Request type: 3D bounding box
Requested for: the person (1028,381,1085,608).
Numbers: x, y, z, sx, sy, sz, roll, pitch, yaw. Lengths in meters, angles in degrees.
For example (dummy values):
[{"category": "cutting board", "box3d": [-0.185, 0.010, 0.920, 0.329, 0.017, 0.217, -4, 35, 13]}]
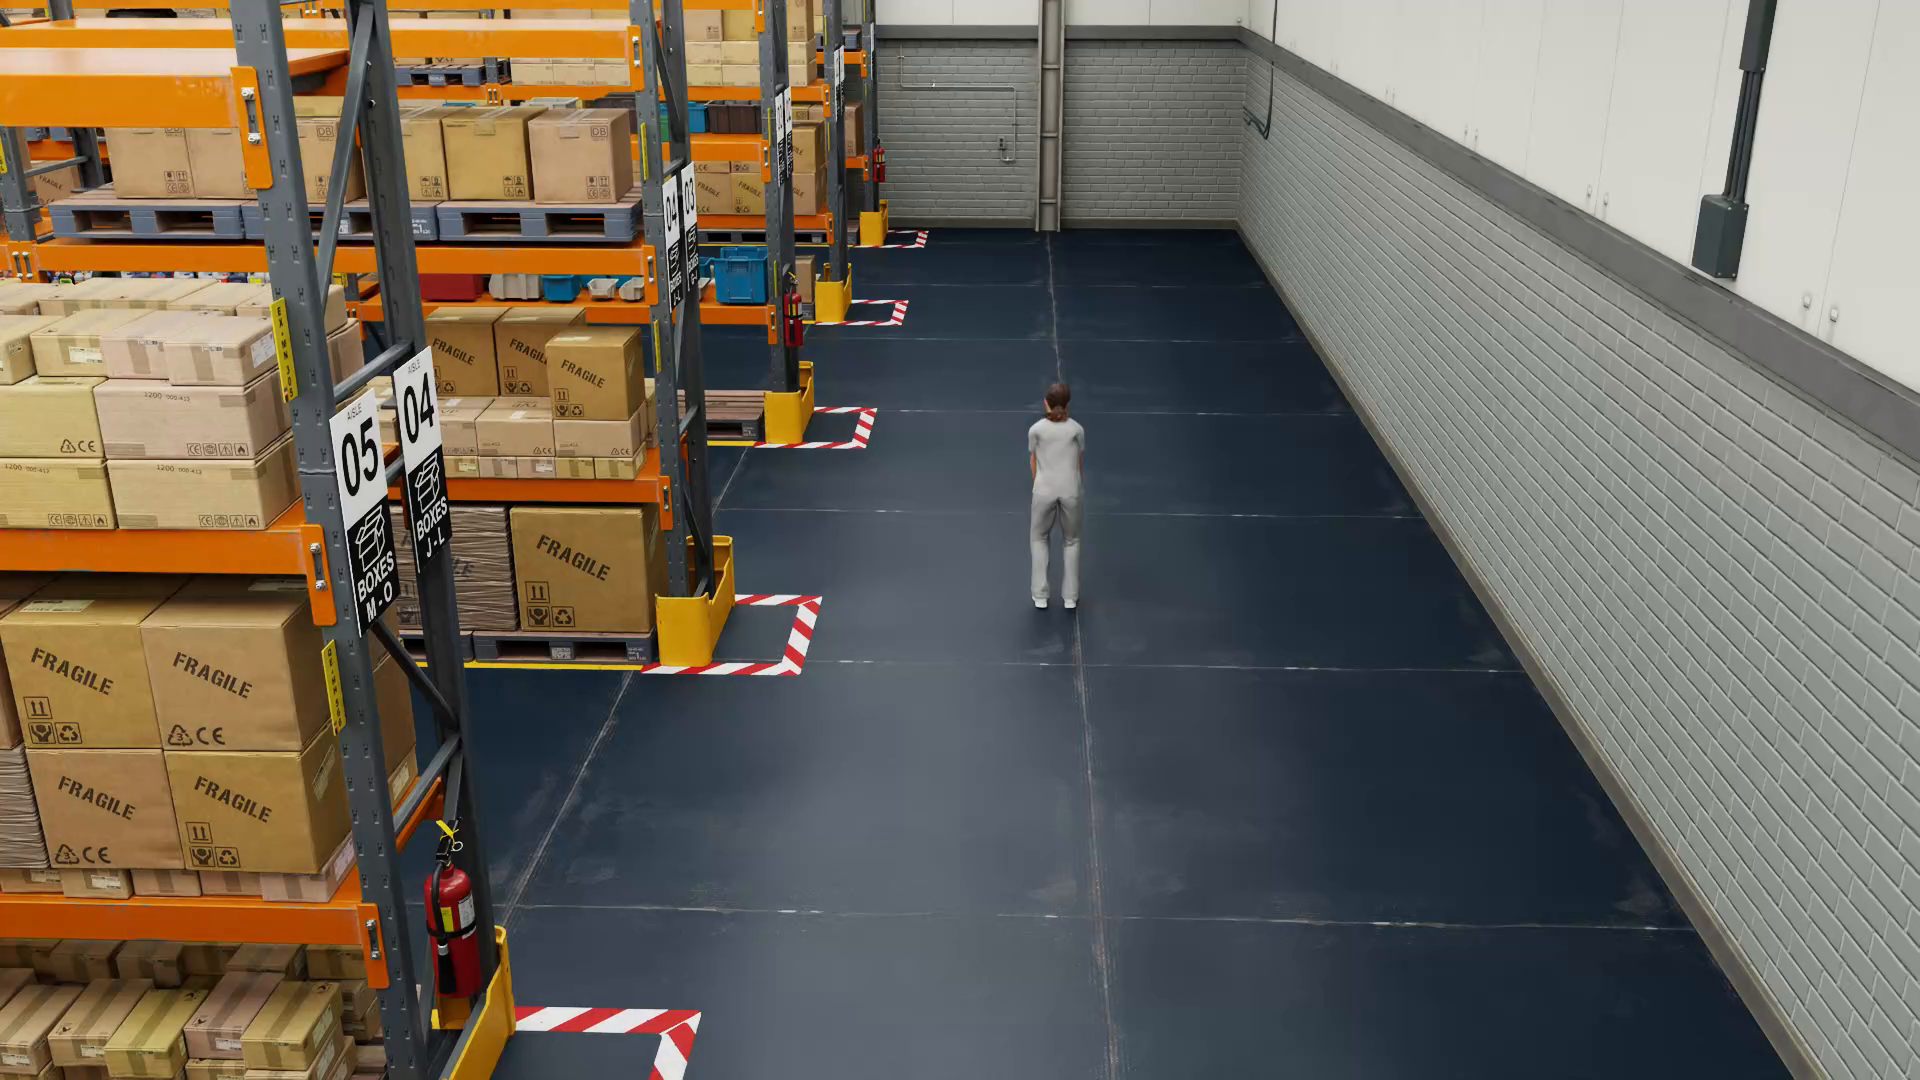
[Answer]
[{"category": "person", "box3d": [0.691, -0.342, 12.016, 0.410, 1.656, 0.519, 0, 21, 1]}]
